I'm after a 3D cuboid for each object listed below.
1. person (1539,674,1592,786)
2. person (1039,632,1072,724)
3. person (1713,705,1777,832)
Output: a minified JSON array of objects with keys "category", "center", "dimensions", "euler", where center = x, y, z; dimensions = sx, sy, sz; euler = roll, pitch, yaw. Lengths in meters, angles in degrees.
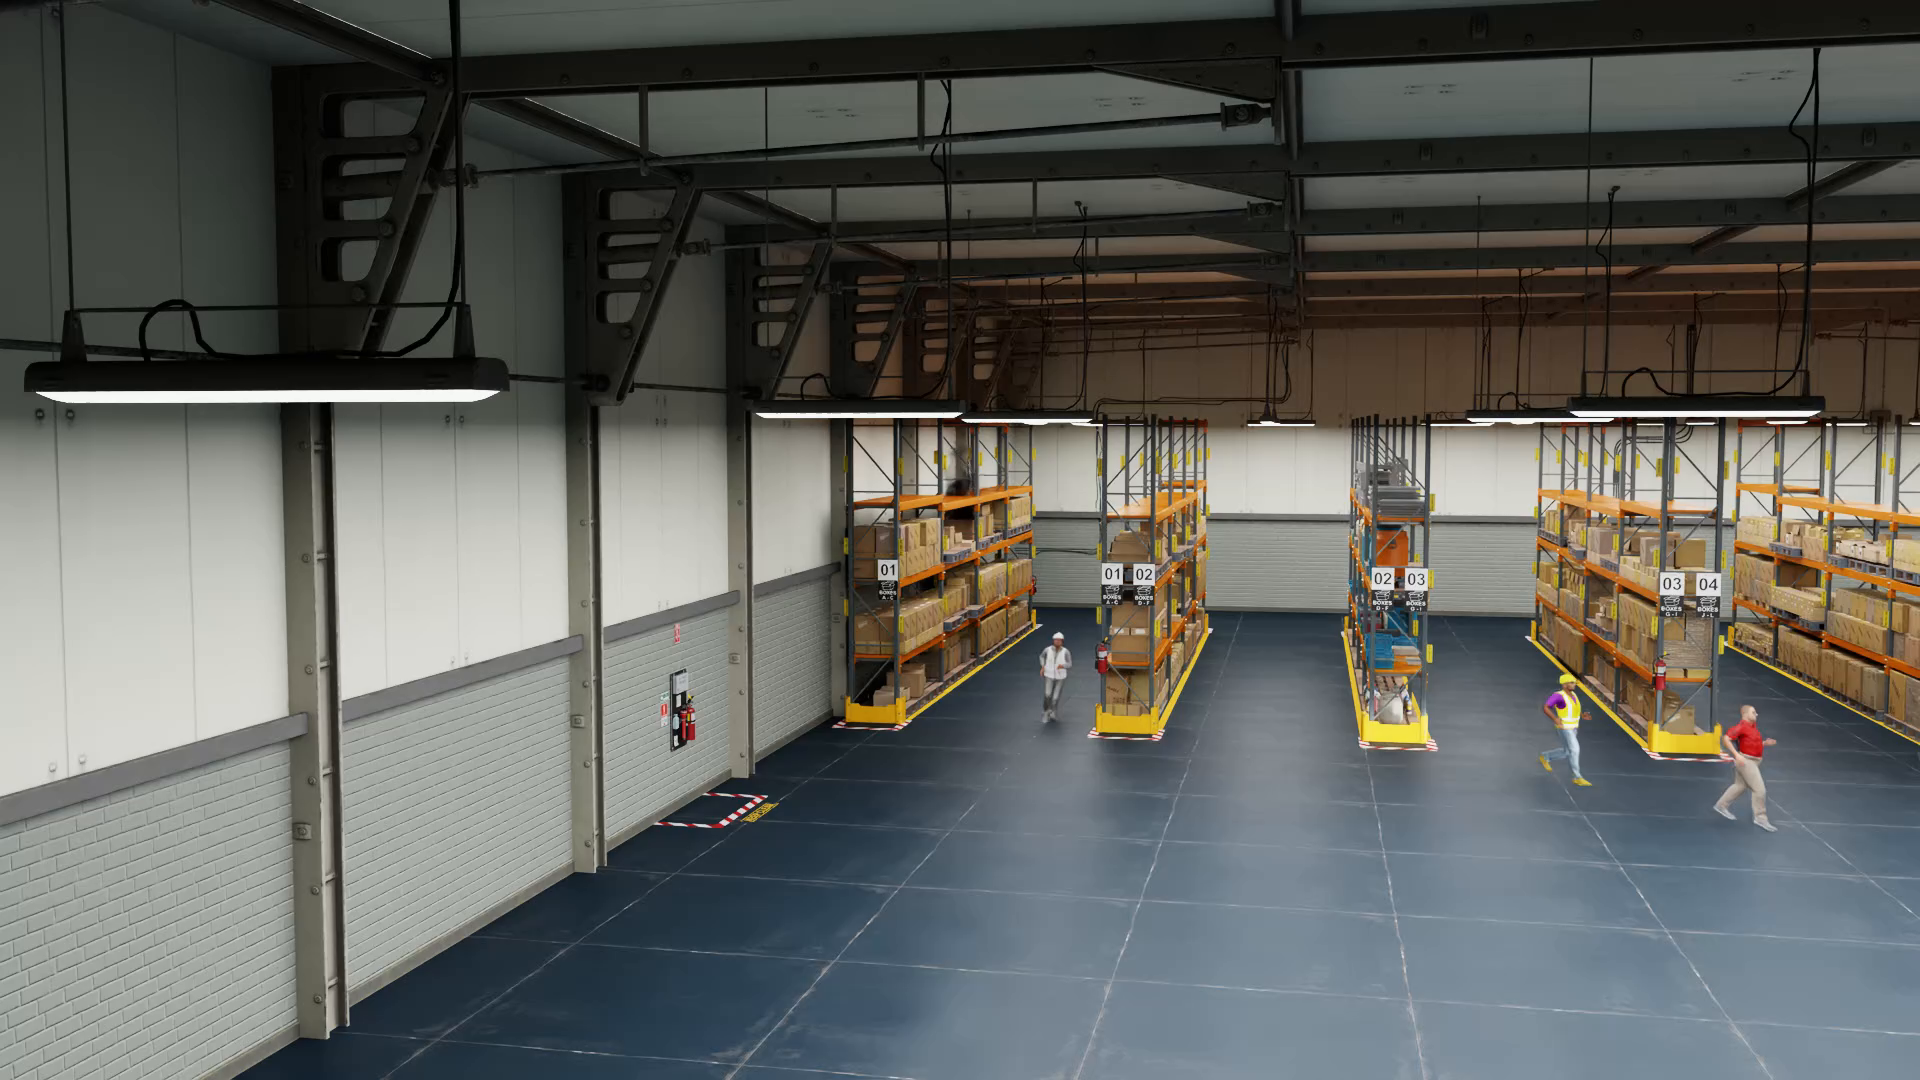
[{"category":"person","center":[9.811,3.052,26.963],"dimensions":[0.699,1.769,0.933],"euler":[-4,5,-44]},{"category":"person","center":[1.868,2.701,32.544],"dimensions":[0.638,1.802,0.738],"euler":[0,4,3]},{"category":"person","center":[11.320,3.256,23.934],"dimensions":[0.888,1.771,0.646],"euler":[3,5,35]}]
